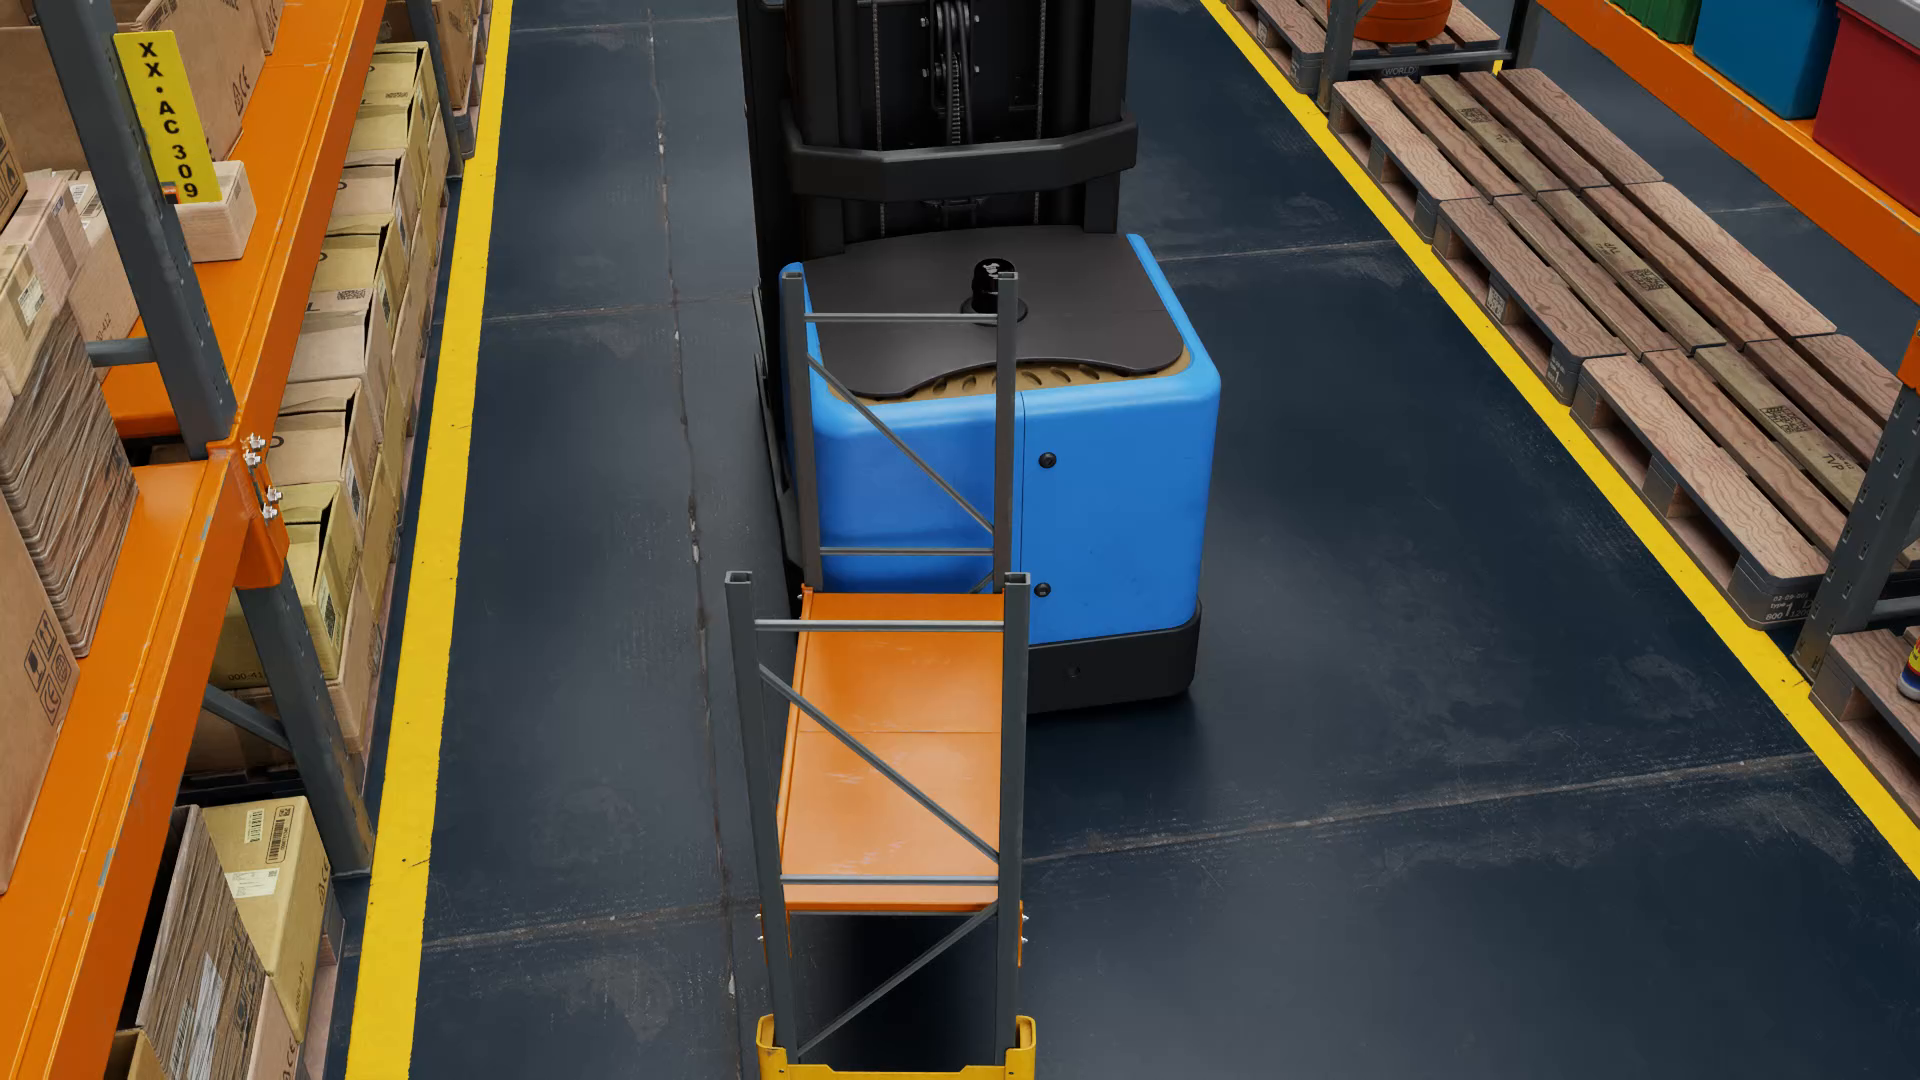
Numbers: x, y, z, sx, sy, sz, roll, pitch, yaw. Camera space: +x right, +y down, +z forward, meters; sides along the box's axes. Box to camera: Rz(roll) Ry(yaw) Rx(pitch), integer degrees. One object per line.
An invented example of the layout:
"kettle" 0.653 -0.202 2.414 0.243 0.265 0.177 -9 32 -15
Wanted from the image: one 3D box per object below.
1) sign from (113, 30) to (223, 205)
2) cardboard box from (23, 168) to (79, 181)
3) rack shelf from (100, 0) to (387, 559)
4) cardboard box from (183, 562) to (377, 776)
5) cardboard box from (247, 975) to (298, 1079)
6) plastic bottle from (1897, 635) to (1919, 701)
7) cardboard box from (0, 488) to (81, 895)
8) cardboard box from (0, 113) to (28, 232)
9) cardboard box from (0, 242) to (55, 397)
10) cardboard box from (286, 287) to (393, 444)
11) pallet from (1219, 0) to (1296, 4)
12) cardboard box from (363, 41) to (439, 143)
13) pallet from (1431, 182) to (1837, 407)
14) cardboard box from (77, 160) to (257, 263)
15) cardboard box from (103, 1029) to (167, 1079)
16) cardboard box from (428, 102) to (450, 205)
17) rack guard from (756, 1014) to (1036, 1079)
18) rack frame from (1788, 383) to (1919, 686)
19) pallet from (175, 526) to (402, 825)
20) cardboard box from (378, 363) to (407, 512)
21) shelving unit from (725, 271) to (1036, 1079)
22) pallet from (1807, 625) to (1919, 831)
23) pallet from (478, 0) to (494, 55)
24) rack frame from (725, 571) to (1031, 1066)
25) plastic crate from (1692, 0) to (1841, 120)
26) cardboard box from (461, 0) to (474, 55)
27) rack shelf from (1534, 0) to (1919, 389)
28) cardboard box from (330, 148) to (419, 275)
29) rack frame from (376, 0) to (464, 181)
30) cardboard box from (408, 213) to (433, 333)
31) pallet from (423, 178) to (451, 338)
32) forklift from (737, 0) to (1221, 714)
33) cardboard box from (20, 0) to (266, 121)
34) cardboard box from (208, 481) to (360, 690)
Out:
"sign" -1.432 -0.761 3.014 0.100 0.325 0.005 -6 38 -8
"cardboard box" -2.313 -0.785 3.925 0.396 0.266 0.258 -7 38 -9
"rack shelf" -2.329 -1.251 5.002 1.077 0.370 4.000 -6 38 -8
"cardboard box" -1.805 0.323 4.289 0.500 0.250 0.500 -7 38 -9
"cardboard box" -1.604 1.153 3.220 0.500 0.250 0.500 -6 38 -8
"plastic bottle" 2.523 0.286 4.303 0.097 0.271 0.097 0 38 0
"cardboard box" -1.796 0.219 2.442 0.700 0.500 0.500 -7 38 -8
"cardboard box" -1.894 -0.612 2.453 0.700 0.500 0.500 -6 38 -8
"cardboard box" -1.678 -0.332 2.622 0.380 0.149 0.250 -7 38 -9
"cardboard box" -1.980 -0.520 4.917 0.500 0.311 0.500 -7 38 -9
"pallet" 1.808 -3.379 9.428 1.003 0.211 1.213 -6 38 -8
"cardboard box" -2.345 -1.755 6.505 0.500 0.311 0.500 -5 38 -7
"pallet" 2.506 -0.965 6.320 1.003 0.211 1.213 -6 38 -8
"cardboard box" -1.933 -0.785 4.020 0.380 0.149 0.250 -6 38 -8
"cardboard box" -1.514 1.158 2.602 0.500 0.500 0.500 -6 38 -8
"cardboard box" -2.347 -1.532 6.675 0.500 0.250 0.500 -5 38 -7
"rack guard" -0.134 1.136 3.584 0.587 0.250 0.087 0 38 0
"rack frame" 2.899 -0.858 3.909 1.000 3.000 0.127 -6 38 -8
"pallet" -2.146 0.333 4.649 1.003 0.211 1.213 -6 38 -8
"cardboard box" -1.987 -0.299 5.089 0.500 0.250 0.500 -7 38 -9
"shelving unit" -0.131 0.337 3.594 0.587 1.500 1.083 0 38 0
"pallet" 2.976 0.654 4.237 1.003 0.211 1.213 -6 38 -8
"pallet" -2.984 -2.832 8.724 1.003 0.211 1.213 -6 38 -8
"rack frame" -0.134 0.654 3.185 0.500 1.500 0.032 0 38 0
"plastic crate" 2.399 -1.484 4.728 0.392 0.384 0.575 -6 38 -8
"cardboard box" -2.576 -2.551 7.768 0.500 0.500 0.500 -8 38 -10
"rack shelf" 2.548 -1.782 5.685 1.077 0.370 4.000 -6 38 -8
"cardboard box" -2.162 -1.136 5.710 0.500 0.311 0.500 -6 38 -8
"rack frame" -2.680 -2.743 6.336 1.000 3.000 0.127 -6 38 -8
"cardboard box" -2.168 -0.917 5.884 0.500 0.250 0.500 -5 38 -7
"pallet" -2.574 -1.141 6.546 1.003 0.211 1.213 -6 38 -8
"forklift" -0.111 -1.538 4.840 1.130 2.935 3.031 -6 38 -8
"cardboard box" -2.277 -1.453 4.594 0.500 0.500 0.500 -6 38 -8
"cardboard box" -1.806 0.095 4.125 0.500 0.311 0.500 -6 38 -8
